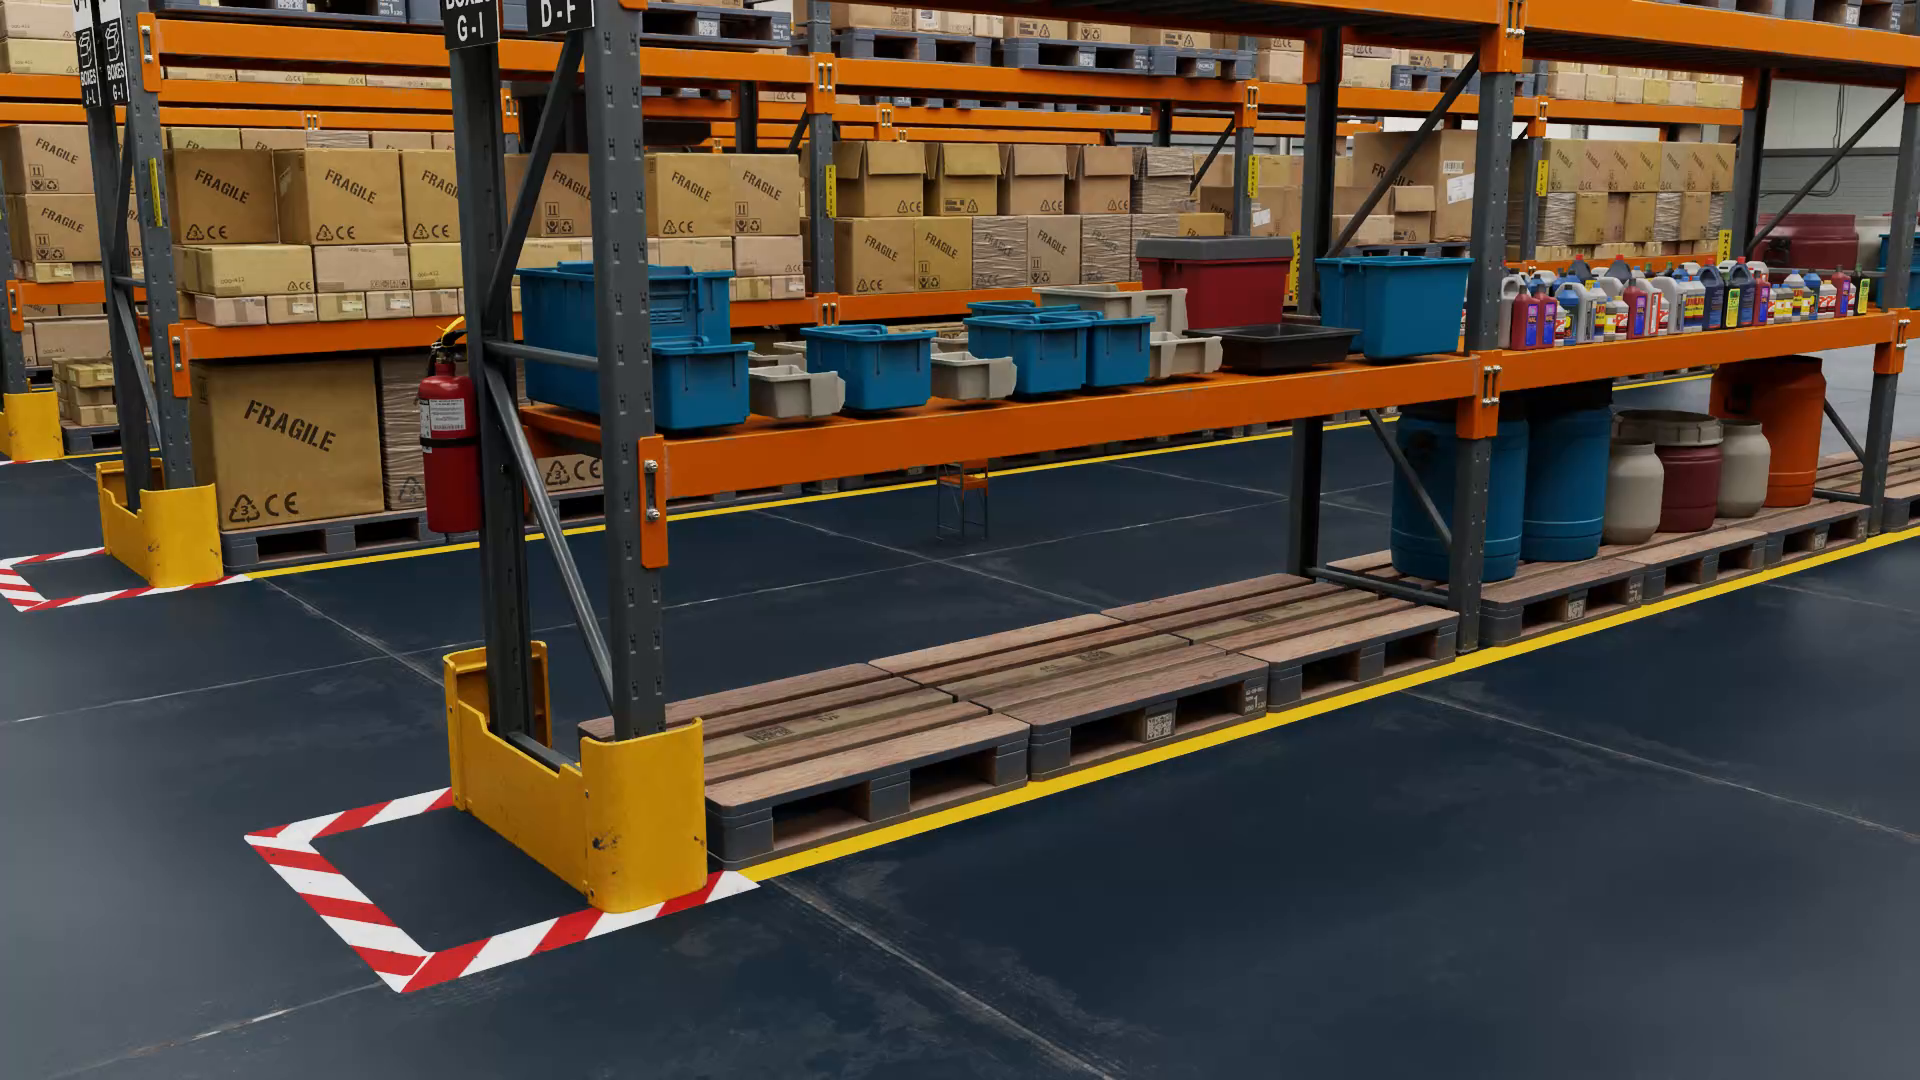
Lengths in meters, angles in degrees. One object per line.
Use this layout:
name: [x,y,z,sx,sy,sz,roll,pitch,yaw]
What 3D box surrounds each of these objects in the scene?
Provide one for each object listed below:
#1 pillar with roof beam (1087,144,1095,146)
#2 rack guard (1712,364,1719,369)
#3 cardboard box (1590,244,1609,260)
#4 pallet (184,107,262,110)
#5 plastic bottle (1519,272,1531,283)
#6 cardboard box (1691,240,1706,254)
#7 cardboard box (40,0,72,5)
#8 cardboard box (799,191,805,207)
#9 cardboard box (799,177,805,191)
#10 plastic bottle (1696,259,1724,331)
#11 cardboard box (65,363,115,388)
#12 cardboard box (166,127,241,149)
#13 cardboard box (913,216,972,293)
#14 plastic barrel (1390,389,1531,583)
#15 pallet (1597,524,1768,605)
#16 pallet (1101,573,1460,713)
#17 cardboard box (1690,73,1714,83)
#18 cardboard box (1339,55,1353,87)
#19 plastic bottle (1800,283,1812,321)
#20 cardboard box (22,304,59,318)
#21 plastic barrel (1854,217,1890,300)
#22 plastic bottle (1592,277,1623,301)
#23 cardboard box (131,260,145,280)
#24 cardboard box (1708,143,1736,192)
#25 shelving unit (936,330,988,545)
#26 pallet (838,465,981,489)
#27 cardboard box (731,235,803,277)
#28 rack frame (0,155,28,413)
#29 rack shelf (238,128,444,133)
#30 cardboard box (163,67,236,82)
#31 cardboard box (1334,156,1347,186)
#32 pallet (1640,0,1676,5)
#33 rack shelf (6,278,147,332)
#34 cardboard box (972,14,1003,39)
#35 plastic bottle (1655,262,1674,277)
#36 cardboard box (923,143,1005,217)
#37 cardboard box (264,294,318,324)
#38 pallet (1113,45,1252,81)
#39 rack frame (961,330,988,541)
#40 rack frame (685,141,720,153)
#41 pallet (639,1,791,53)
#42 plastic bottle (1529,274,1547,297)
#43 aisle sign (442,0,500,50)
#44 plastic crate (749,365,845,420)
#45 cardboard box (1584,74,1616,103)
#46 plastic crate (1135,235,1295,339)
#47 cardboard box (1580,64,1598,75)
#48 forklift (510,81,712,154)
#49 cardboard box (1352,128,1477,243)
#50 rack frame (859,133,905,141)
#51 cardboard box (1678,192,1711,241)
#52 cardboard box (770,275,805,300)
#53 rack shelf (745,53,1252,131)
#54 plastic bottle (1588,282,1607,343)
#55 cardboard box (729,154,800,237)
pillar with roof beam: [5.171,-8.895,29.852,0.400,9.000,9.100,-9,15,-38]
rack guard: [8.139,-2.179,18.689,0.348,0.500,1.175,-9,15,-38]
cardboard box: [6.222,-2.876,16.557,0.250,0.149,0.380,-9,15,-38]
pallet: [-8.009,-4.782,17.918,1.213,0.211,1.003,-9,15,-38]
plastic bottle: [2.812,-1.225,8.474,0.135,0.276,0.152,-9,15,-38]
cardboard box: [7.746,-3.146,17.825,0.250,0.149,0.380,-9,15,-38]
cardboard box: [-6.710,-4.022,12.325,0.250,0.149,0.380,-9,15,-35]
cardboard box: [-1.567,-3.361,16.396,0.250,0.149,0.380,-9,15,-36]
cardboard box: [-2.127,-4.672,22.444,0.500,0.500,0.500,-9,15,-36]
plastic bottle: [3.705,-1.221,8.277,0.185,0.351,0.144,-9,15,-38]
cardboard box: [-6.694,-1.268,12.800,0.250,0.149,0.380,-10,16,-40]
cardboard box: [-5.989,-2.983,13.089,0.500,0.500,0.500,-10,15,-39]
cardboard box: [-0.265,-1.988,11.530,0.500,0.500,0.500,-9,15,-38]
plastic barrel: [2.357,-0.298,7.853,0.708,0.901,0.600,-9,15,-38]
pallet: [3.504,0.060,8.838,1.213,0.211,1.003,-9,15,-38]
pallet: [1.372,0.414,7.170,1.213,0.211,1.003,-9,15,-38]
cardboard box: [7.573,-4.810,17.238,0.250,0.149,0.380,-9,15,-37]
cardboard box: [2.878,-3.854,13.697,0.500,0.250,0.500,-9,15,-36]
plastic bottle: [4.486,-1.272,8.875,0.097,0.201,0.097,0,12,0]
cardboard box: [-11.887,-2.951,21.314,0.500,0.500,0.500,-9,15,-37]
plastic barrel: [5.715,-1.793,10.584,0.421,0.512,0.421,0,12,0]
plastic bottle: [3.149,-1.134,8.046,0.135,0.276,0.152,-9,15,-38]
cardboard box: [-6.441,-2.085,12.833,0.250,0.149,0.380,-10,16,-39]
cardboard box: [7.923,-3.984,17.806,0.500,0.500,0.500,-9,15,-38]
shelving unit: [0.011,-0.589,9.513,0.189,1.200,0.258,-9,15,-38]
pallet: [-0.617,-0.603,11.961,1.213,0.211,1.003,-9,15,-38]
cardboard box: [-1.353,-1.827,10.657,0.500,0.250,0.500,-10,15,-39]
rack frame: [-7.315,-2.153,12.549,0.127,3.000,1.000,-9,15,-38]
rack shelf: [-8.905,-5.642,23.487,4.000,0.370,1.077,-9,15,-38]
cardboard box: [-5.997,-3.701,12.975,0.500,0.250,0.500,-10,16,-39]
cardboard box: [4.493,-4.703,21.594,0.550,0.550,0.875,-9,15,-38]
pallet: [2.473,-2.544,7.621,1.003,0.211,1.213,-9,15,-38]
rack shelf: [-5.754,-2.061,13.845,4.000,0.370,1.077,-9,15,-38]
cardboard box: [0.084,-3.574,11.609,0.250,0.149,0.380,-10,16,-40]
plastic bottle: [4.011,-1.440,9.469,0.133,0.283,0.061,-9,15,-38]
cardboard box: [-0.136,-2.566,11.835,0.637,0.503,0.797,-9,15,-37]
cardboard box: [-3.613,-1.239,8.847,0.250,0.149,0.380,-10,15,-38]
pallet: [1.481,-3.657,12.861,1.003,0.211,1.213,-9,15,-35]
rack frame: [0.083,-0.601,9.569,0.006,1.200,0.240,-9,15,-38]
rack frame: [-4.220,-5.305,27.390,0.127,3.000,1.000,-9,15,-38]
pallet: [-1.818,-3.174,10.348,1.213,0.211,1.003,-9,15,-38]
plastic bottle: [2.904,-1.205,8.390,0.097,0.271,0.097,0,12,0]
aisle sign: [-1.441,-1.842,4.825,0.004,0.787,0.394,-9,15,-38]
plastic crate: [-0.501,-0.440,4.968,0.298,0.136,0.250,-9,15,-38]
cardboard box: [5.996,-4.373,16.142,0.500,0.250,0.500,-10,15,-38]
plastic crate: [1.068,-1.037,6.992,0.583,0.464,0.402,-9,15,-38]
cardboard box: [5.912,-4.552,16.022,0.250,0.149,0.380,-9,15,-37]
forklift: [-2.623,-2.270,13.264,3.031,2.935,1.130,-10,16,-40]
cardboard box: [4.367,-3.311,15.547,1.000,1.000,1.000,-9,15,-37]
rack frame: [-1.116,-4.500,23.601,0.127,3.000,1.000,-9,15,-38]
cardboard box: [7.436,-3.455,17.722,0.500,0.500,0.875,-9,15,-38]
cardboard box: [-1.206,-1.639,10.732,0.250,0.149,0.380,-9,15,-37]
rack shelf: [0.389,-3.230,12.128,4.000,0.370,1.077,-9,15,-38]
plastic bottle: [2.915,-1.045,7.638,0.097,0.271,0.097,0,12,0]
cardboard box: [-1.364,-2.191,10.564,0.500,0.500,0.500,-9,15,-36]
